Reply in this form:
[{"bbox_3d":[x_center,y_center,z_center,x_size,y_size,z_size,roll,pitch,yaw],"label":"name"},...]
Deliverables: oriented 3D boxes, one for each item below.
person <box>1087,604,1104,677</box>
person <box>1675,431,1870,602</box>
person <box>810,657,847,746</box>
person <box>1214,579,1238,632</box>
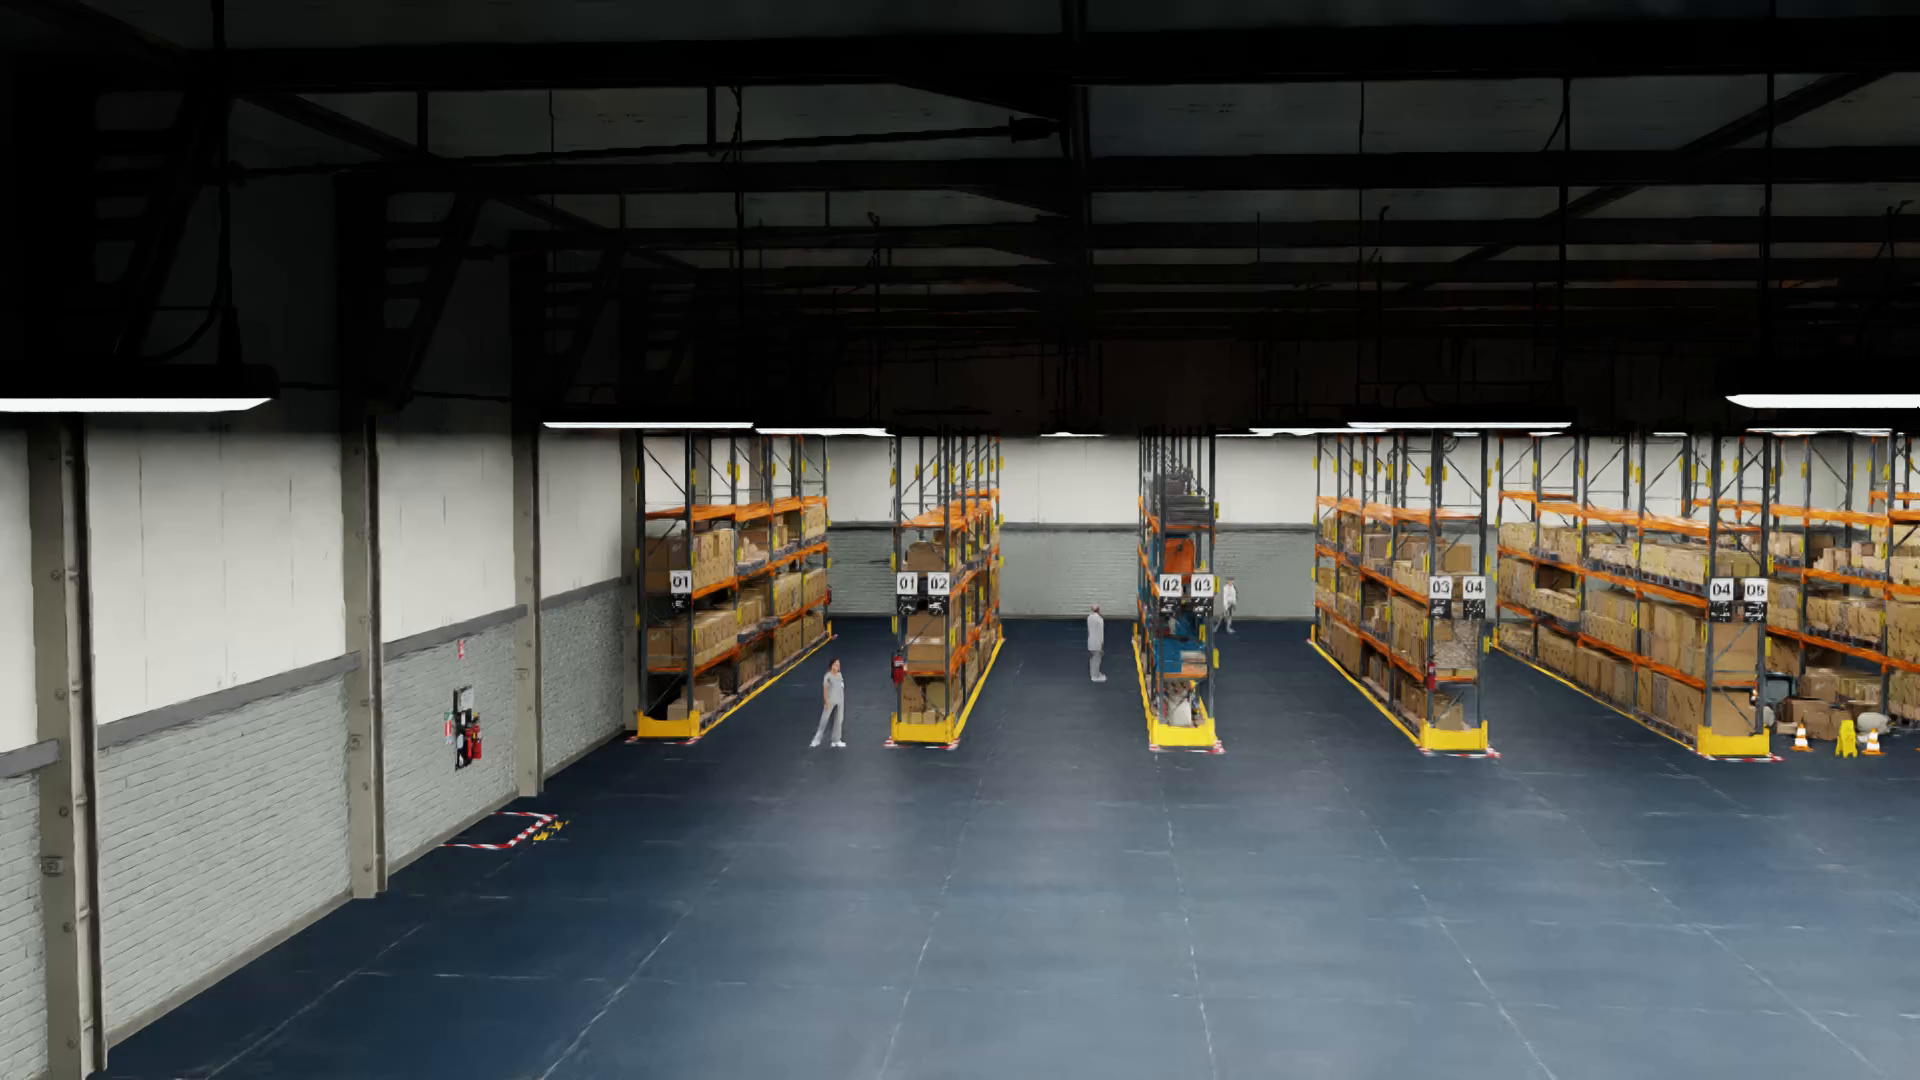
[{"bbox_3d":[0.059,3.526,21.329,22.081,1.808,30.429,-2,4,-26],"label":"person"},{"bbox_3d":[22.668,-0.413,45.641,4.739,5.273,13.277,2,4,28],"label":"person"},{"bbox_3d":[-2.475,3.013,30.906,0.638,1.668,0.457,-3,4,-39],"label":"person"},{"bbox_3d":[7.882,1.901,49.384,0.668,1.650,0.498,-3,4,-38],"label":"person"}]
